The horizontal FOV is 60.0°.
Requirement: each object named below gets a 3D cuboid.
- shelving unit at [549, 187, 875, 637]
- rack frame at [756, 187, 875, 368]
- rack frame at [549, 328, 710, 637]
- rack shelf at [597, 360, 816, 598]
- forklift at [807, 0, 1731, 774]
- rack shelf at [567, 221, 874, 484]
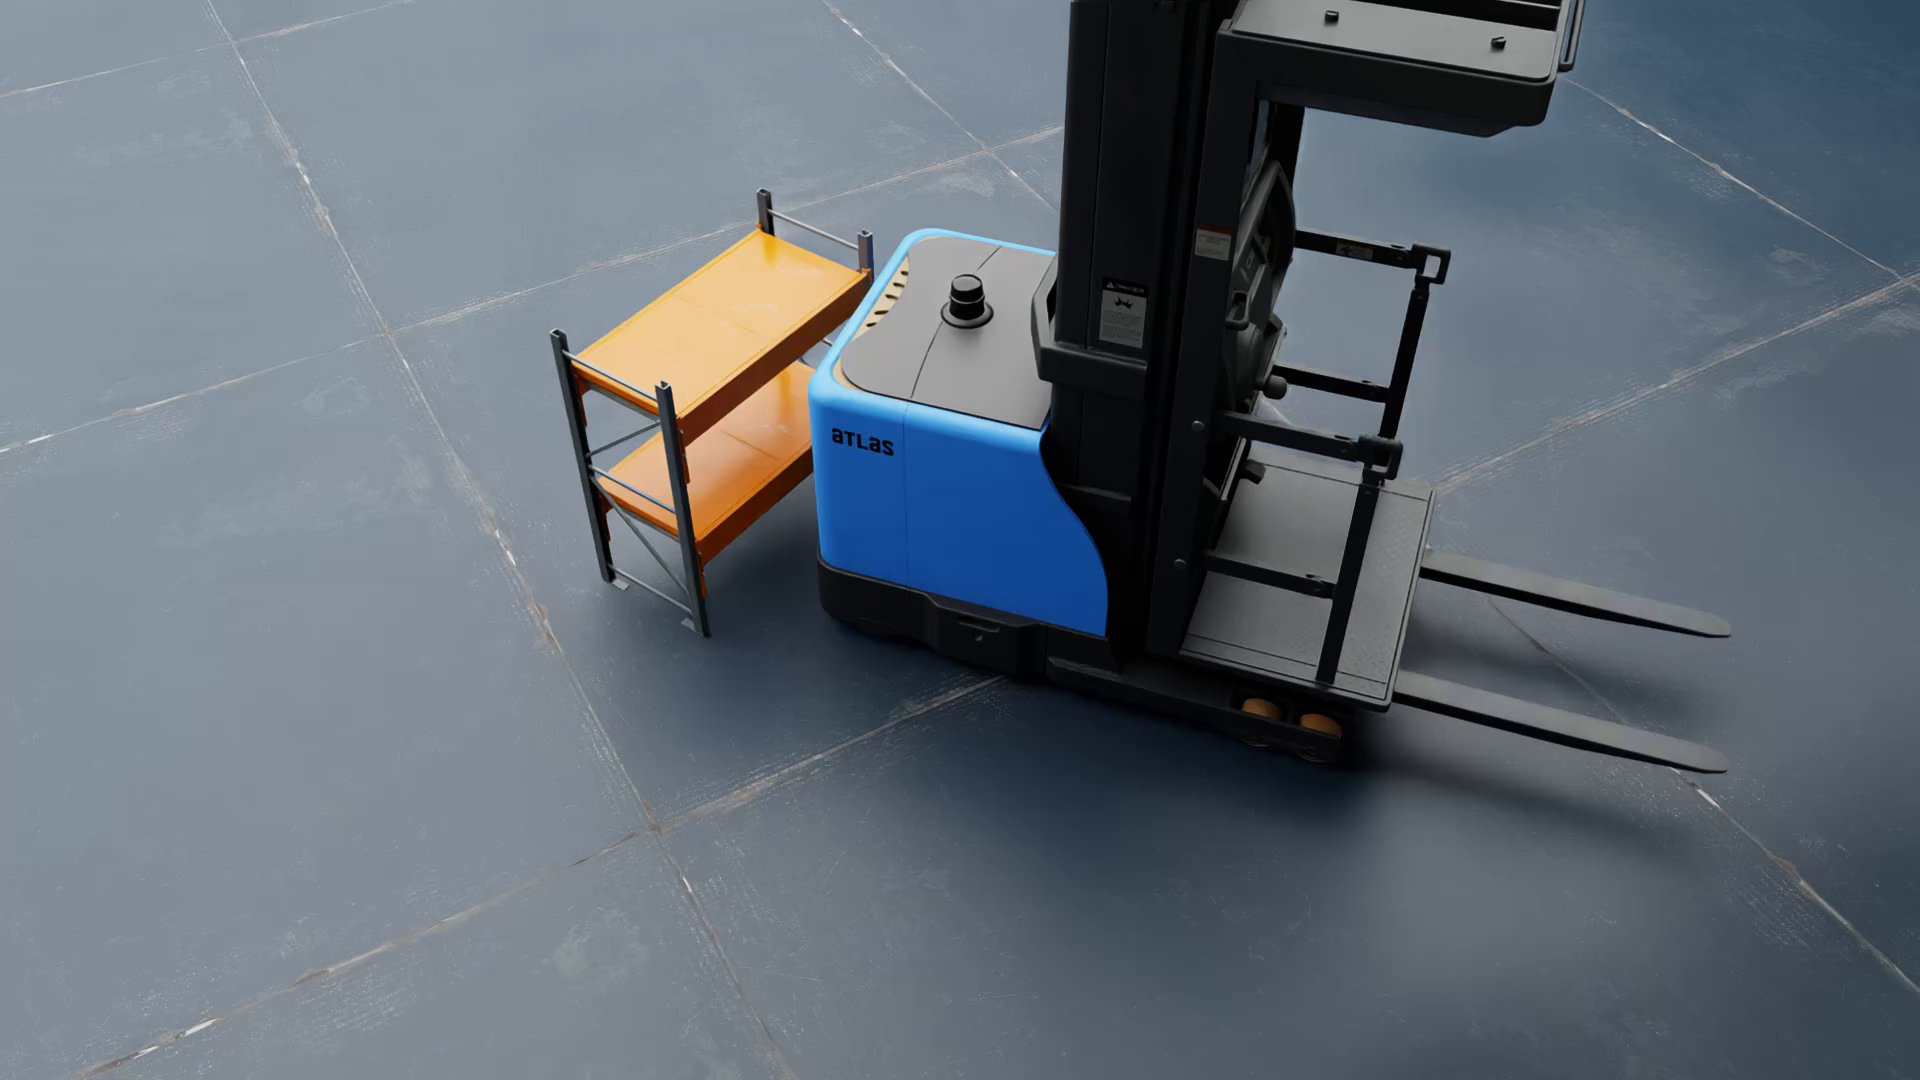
[{"bbox_3d":[-0.808,-0.457,5.913,0.538,1.125,1.048,26,50,25],"label":"shelving unit"},{"bbox_3d":[-0.513,-0.745,6.210,0.500,1.125,0.032,26,50,25],"label":"rack frame"},{"bbox_3d":[-1.103,-0.168,5.616,0.500,1.125,0.032,26,50,25],"label":"rack frame"},{"bbox_3d":[-0.808,-0.281,6.083,0.538,0.278,1.000,26,50,25],"label":"rack shelf"},{"bbox_3d":[1.075,-0.739,4.907,3.031,2.935,1.130,14,46,14],"label":"forklift"},{"bbox_3d":[-0.808,-0.667,5.709,0.538,0.278,1.000,26,50,25],"label":"rack shelf"}]
